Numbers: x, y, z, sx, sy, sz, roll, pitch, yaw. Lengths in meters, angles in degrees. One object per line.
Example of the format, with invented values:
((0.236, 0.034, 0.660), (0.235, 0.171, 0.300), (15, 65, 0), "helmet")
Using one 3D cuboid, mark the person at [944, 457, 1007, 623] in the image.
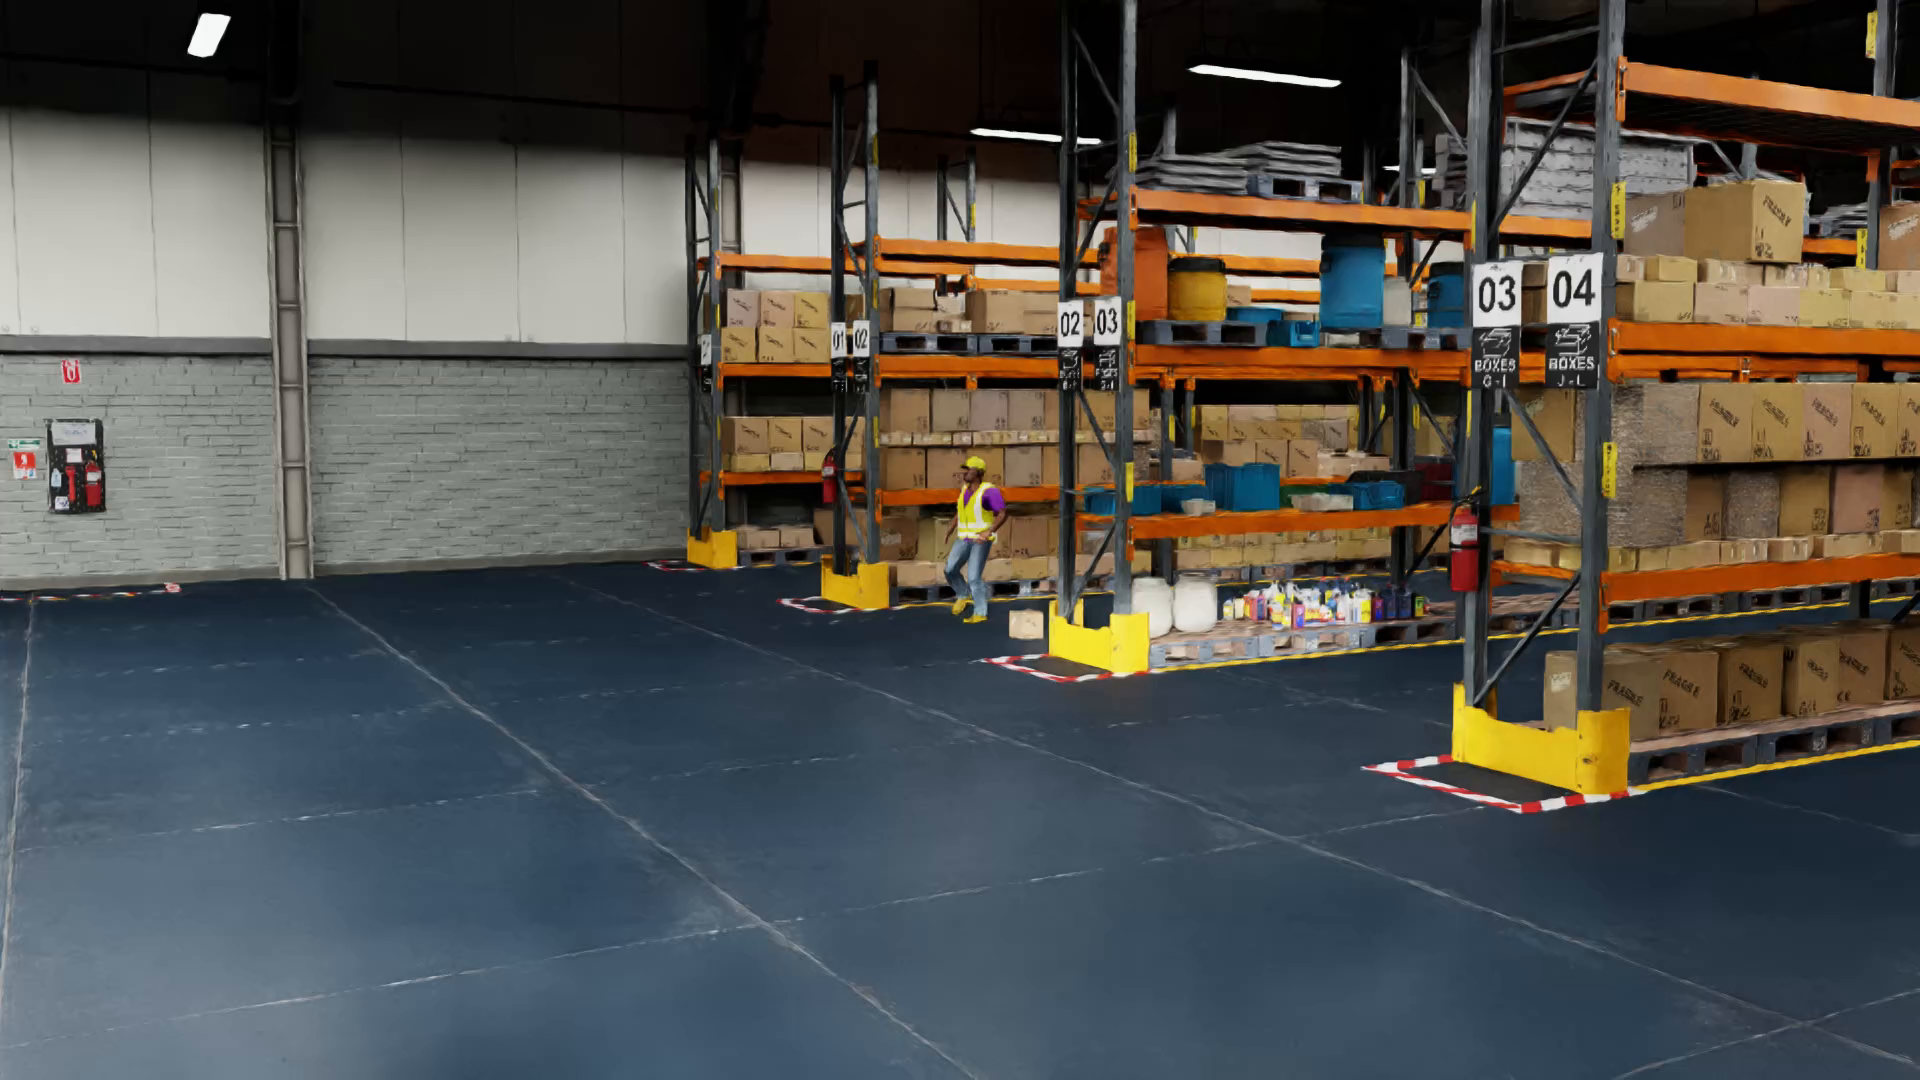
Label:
((0.141, -0.001, 17.320), (0.749, 1.729, 0.507), (4, 6, 38), "person")
